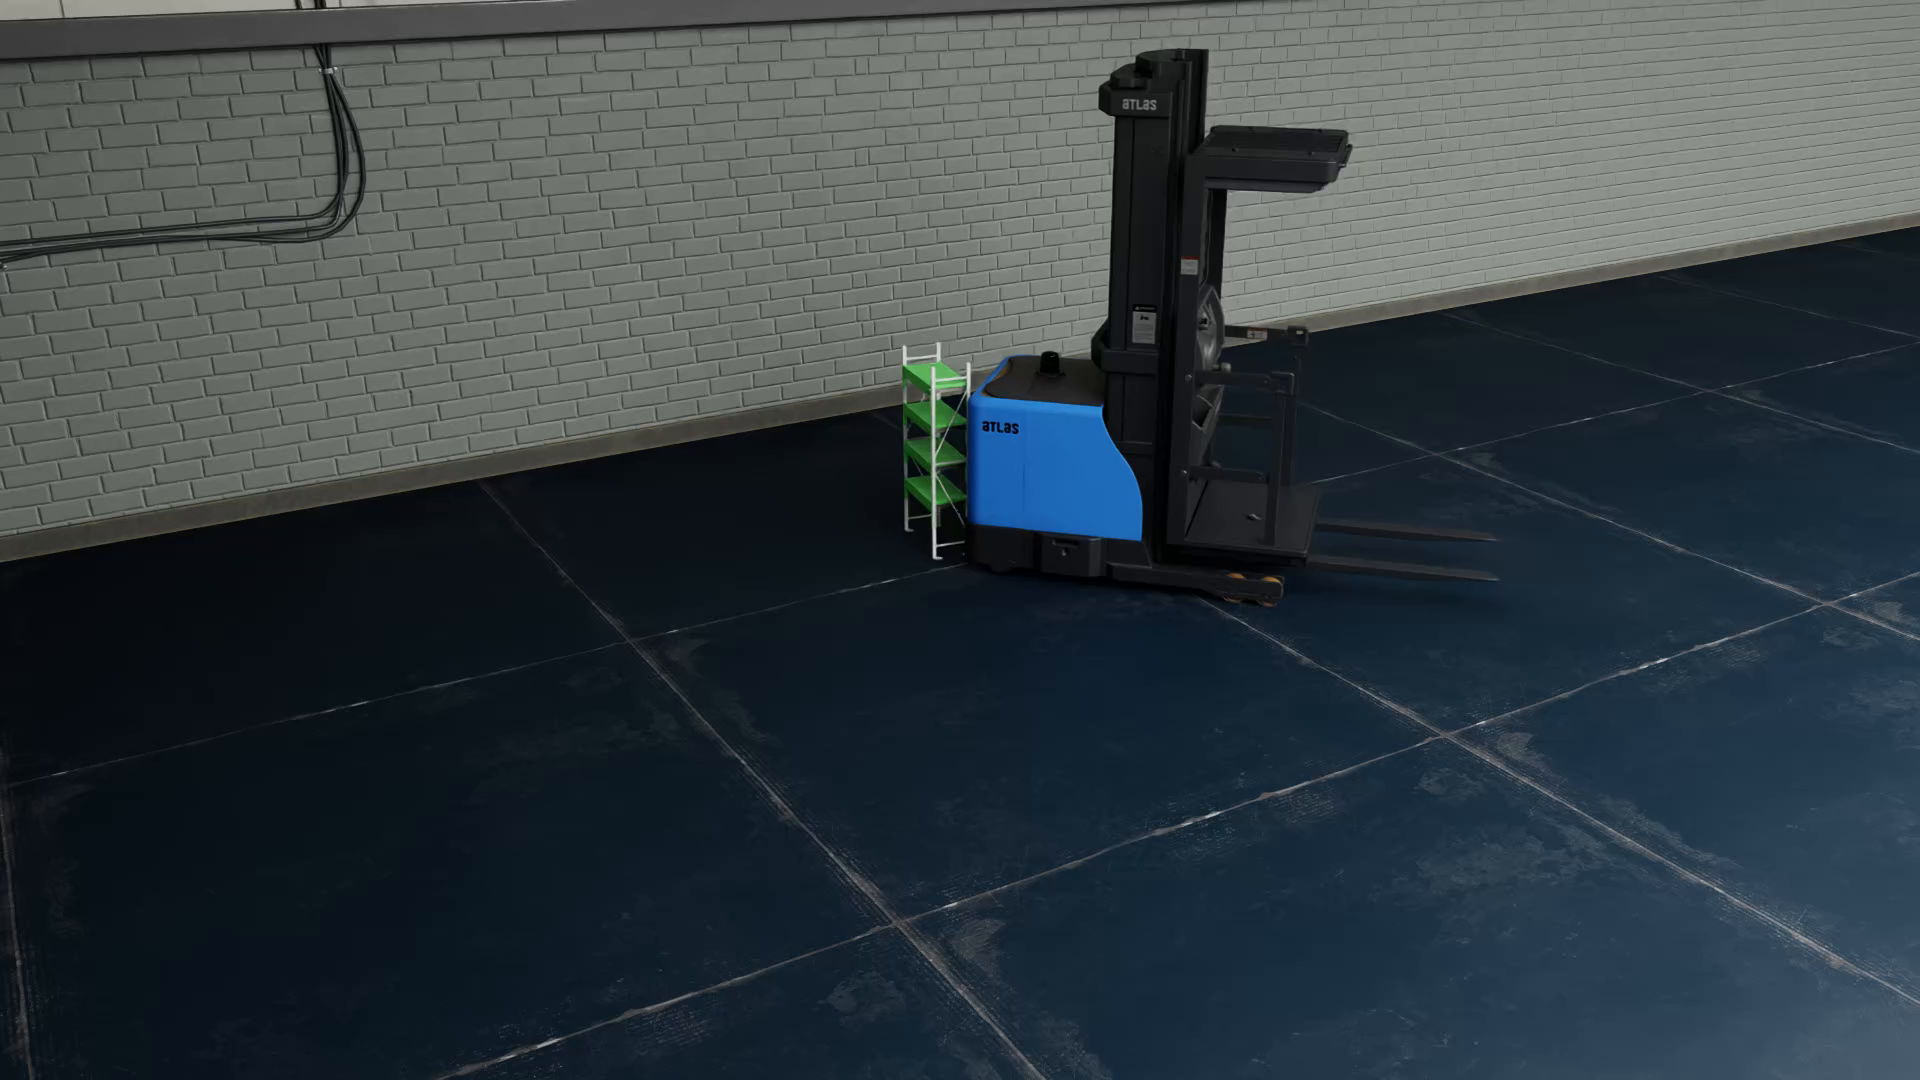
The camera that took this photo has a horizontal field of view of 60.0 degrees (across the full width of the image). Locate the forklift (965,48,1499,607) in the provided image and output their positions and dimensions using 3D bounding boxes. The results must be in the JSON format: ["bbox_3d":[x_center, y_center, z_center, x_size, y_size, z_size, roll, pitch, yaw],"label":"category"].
[{"bbox_3d":[1.604,-1.203,9.380,3.031,2.935,1.130,6,23,14],"label":"forklift"}]

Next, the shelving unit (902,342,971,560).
[{"bbox_3d":[-0.144,-0.542,10.051,0.258,1.200,0.503,-8,24,-20],"label":"shelving unit"}]

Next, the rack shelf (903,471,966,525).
[{"bbox_3d":[-0.144,-0.260,10.166,0.258,0.148,0.480,-8,24,-20],"label":"rack shelf"}]

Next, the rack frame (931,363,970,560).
[{"bbox_3d":[-0.054,-0.457,9.841,0.240,1.200,0.015,-8,24,-20],"label":"rack frame"}]

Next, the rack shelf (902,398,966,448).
[{"bbox_3d":[-0.144,-0.705,9.985,0.258,0.148,0.480,-8,24,-20],"label":"rack shelf"}]

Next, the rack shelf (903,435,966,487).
[{"bbox_3d":[-0.144,-0.483,10.076,0.258,0.148,0.480,-8,24,-20],"label":"rack shelf"}]

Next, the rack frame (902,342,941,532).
[{"bbox_3d":[-0.234,-0.627,10.262,0.240,1.200,0.015,-8,24,-20],"label":"rack frame"}]

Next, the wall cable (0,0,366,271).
[{"bbox_3d":[-5.001,-2.753,9.259,3.097,2.526,0.112,-13,25,-28],"label":"wall cable"}]

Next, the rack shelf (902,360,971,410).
[{"bbox_3d":[-0.144,-0.927,9.895,0.258,0.148,0.480,-8,24,-20],"label":"rack shelf"}]
